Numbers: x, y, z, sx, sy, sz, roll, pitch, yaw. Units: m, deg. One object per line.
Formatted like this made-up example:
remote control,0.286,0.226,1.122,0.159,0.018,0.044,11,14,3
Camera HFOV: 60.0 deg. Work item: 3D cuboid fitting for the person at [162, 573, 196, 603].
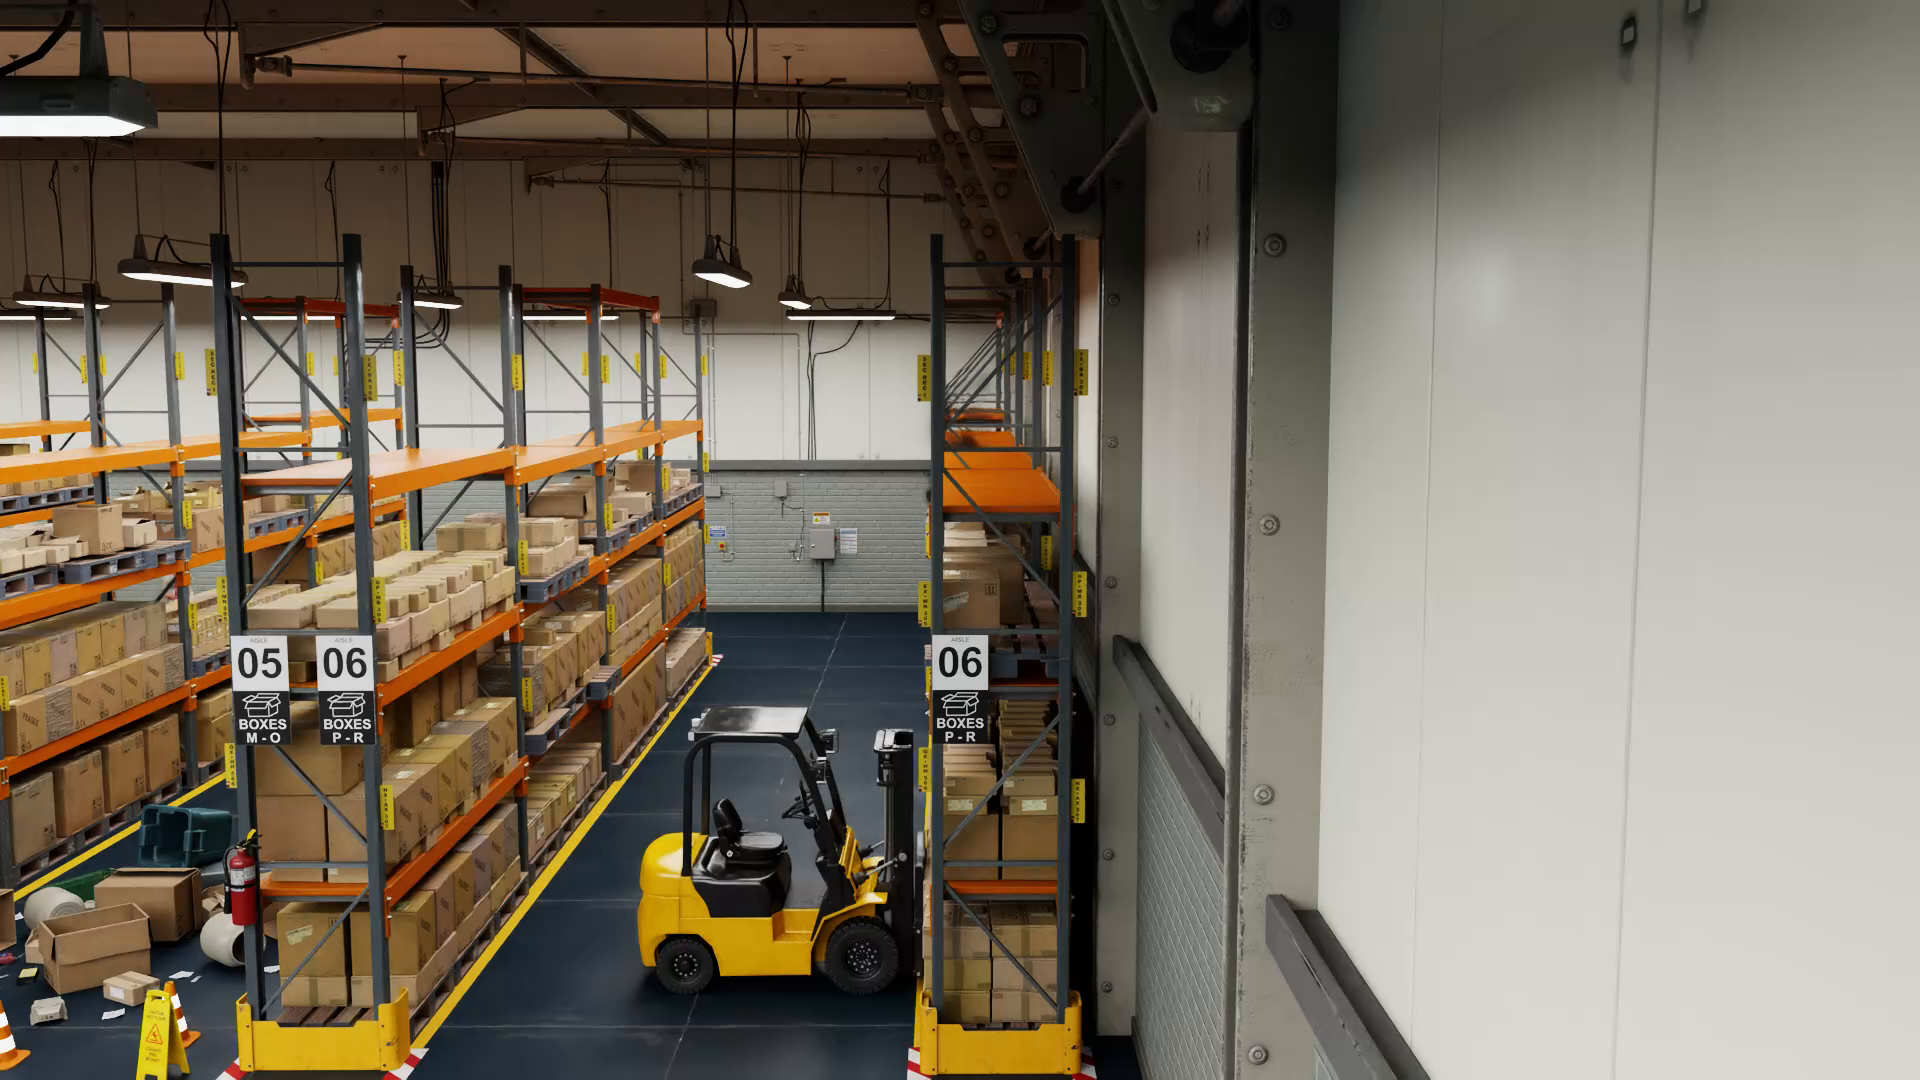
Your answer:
person,-13.361,1.190,28.584,0.636,1.807,0.669,4,7,29
